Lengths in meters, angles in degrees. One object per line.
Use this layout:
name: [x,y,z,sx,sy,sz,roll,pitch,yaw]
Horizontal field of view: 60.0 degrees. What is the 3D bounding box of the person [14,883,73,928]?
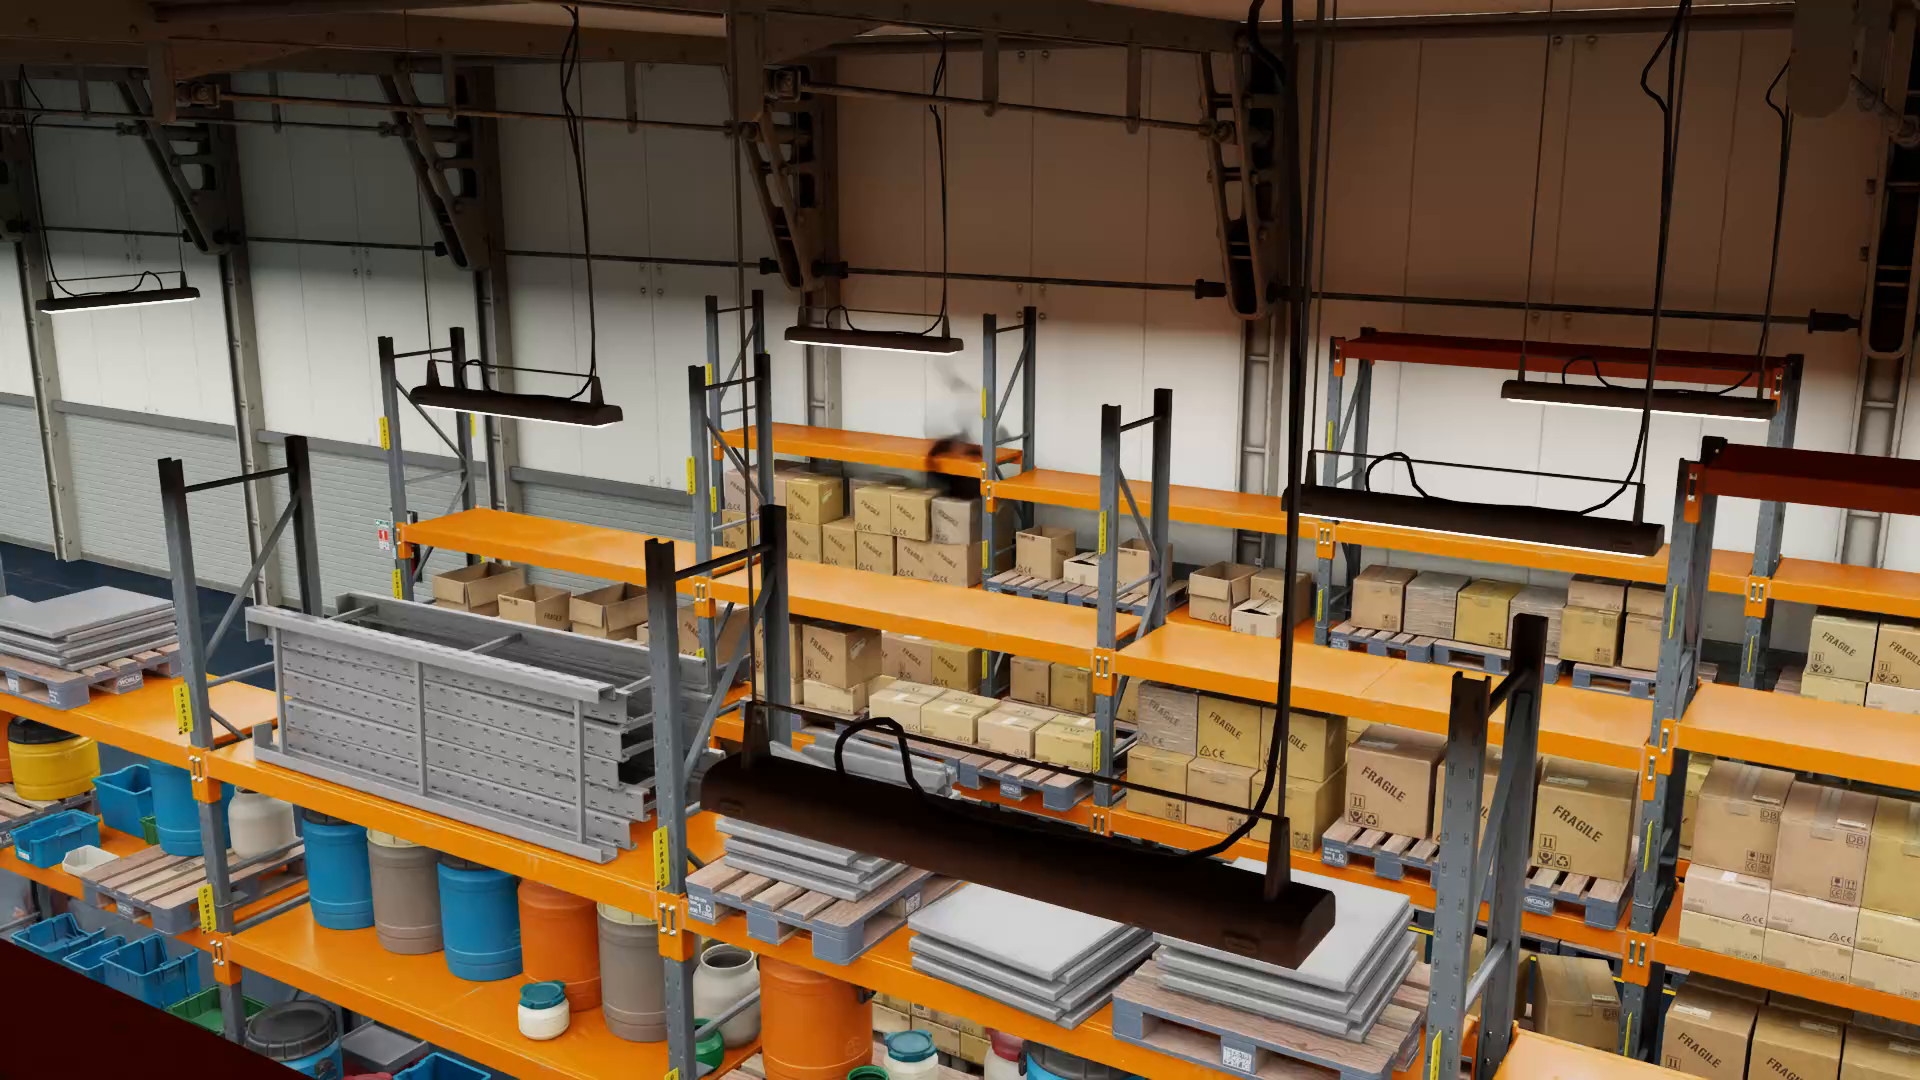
person: [-8.238,3.584,15.175,0.673,1.730,0.751,-3,14,-13]
